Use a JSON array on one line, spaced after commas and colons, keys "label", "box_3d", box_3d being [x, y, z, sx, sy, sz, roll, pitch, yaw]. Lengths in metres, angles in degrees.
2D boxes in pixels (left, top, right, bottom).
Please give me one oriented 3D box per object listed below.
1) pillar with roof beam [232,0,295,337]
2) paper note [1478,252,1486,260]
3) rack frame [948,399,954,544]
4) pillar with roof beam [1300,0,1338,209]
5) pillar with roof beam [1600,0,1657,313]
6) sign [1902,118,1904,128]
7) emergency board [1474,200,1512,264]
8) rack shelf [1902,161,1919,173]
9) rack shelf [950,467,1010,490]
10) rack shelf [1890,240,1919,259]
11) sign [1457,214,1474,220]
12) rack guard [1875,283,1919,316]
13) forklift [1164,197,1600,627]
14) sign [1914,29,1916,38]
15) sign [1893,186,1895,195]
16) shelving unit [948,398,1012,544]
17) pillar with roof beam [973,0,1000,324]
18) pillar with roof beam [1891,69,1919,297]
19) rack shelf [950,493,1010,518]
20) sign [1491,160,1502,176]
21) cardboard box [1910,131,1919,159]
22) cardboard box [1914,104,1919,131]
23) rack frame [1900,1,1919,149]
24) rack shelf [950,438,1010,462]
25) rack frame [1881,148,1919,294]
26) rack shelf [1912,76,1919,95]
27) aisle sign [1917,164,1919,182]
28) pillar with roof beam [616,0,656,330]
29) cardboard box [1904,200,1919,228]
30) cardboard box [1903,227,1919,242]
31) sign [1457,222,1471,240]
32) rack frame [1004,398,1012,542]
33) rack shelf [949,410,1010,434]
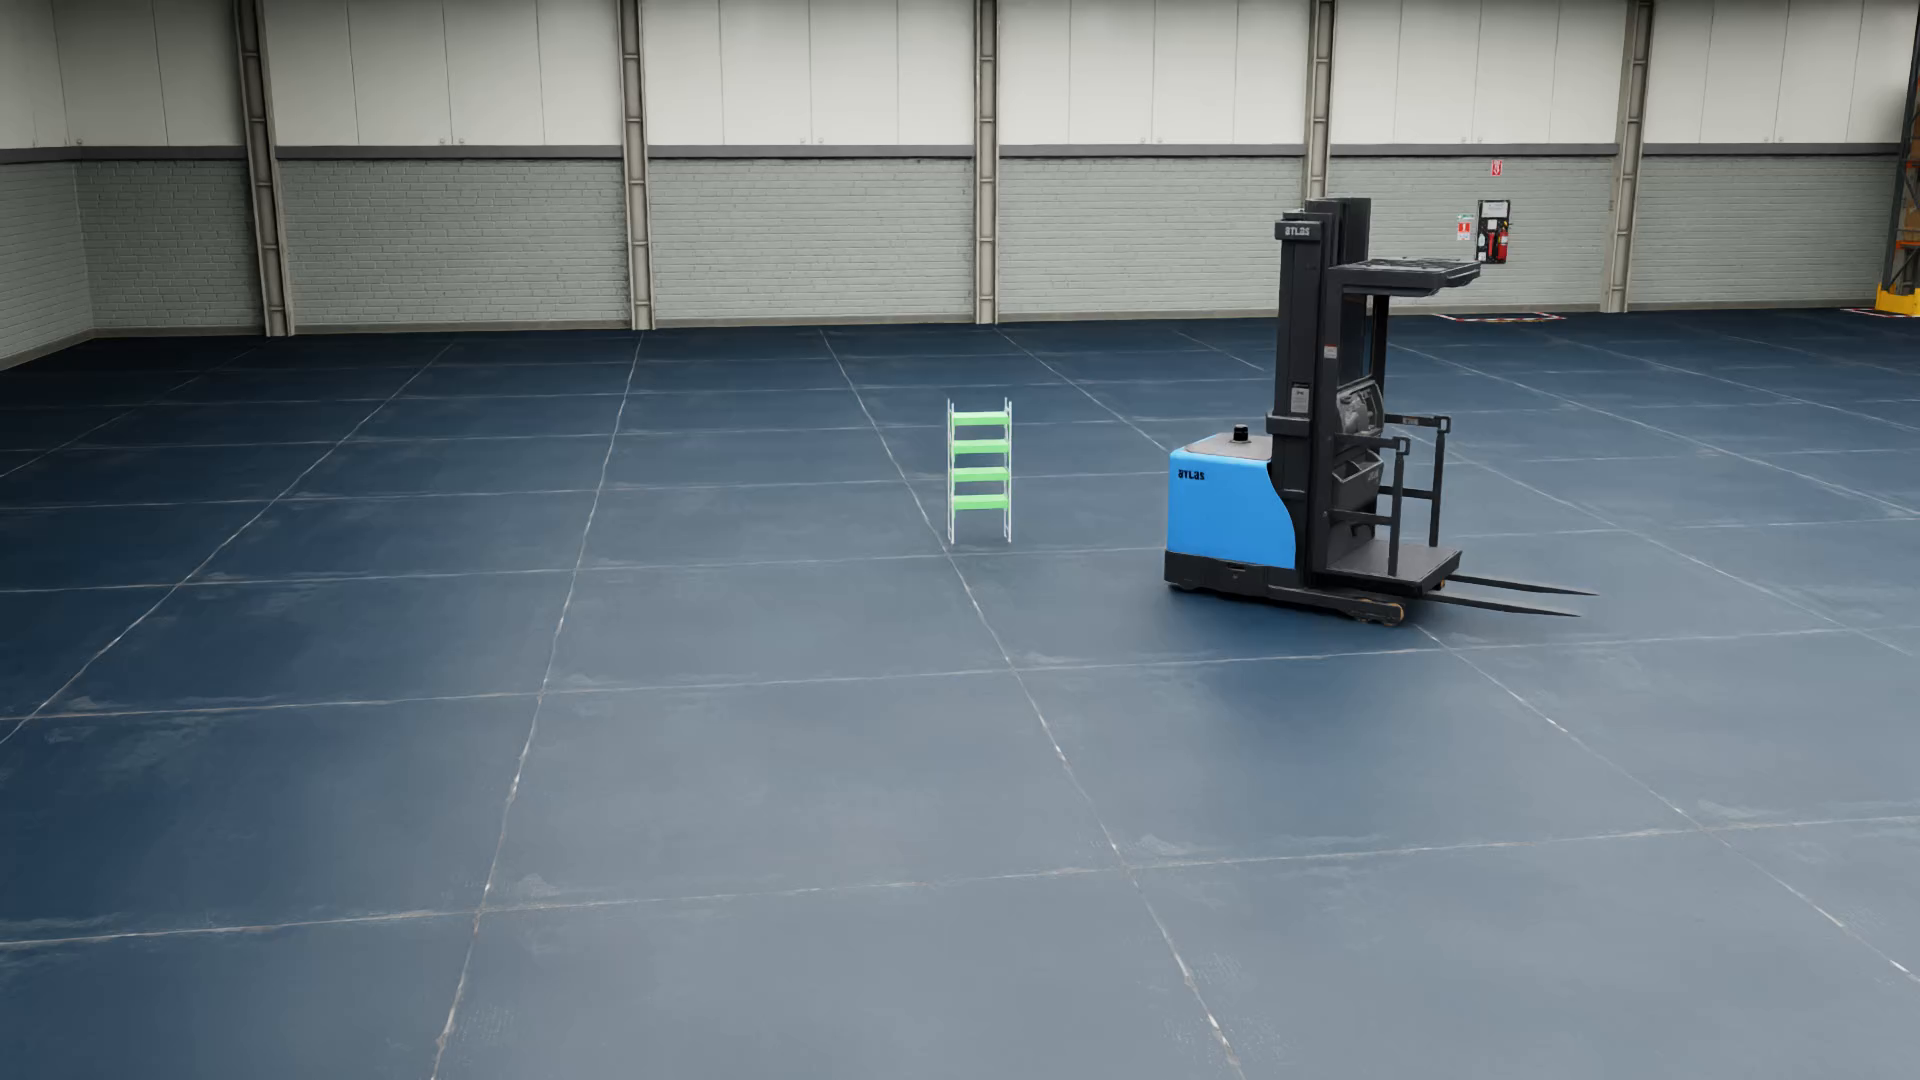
[{"label": "pillar with roof beam", "box_3d": [-10.766, -6.768, 22.708, 0.400, 9.000, 9.100, -2, 14, -8]}, {"label": "paper note", "box_3d": [9.691, -5.266, 30.862, 0.142, 0.148, 0.016, -2, 14, -8]}, {"label": "rack frame", "box_3d": [-0.078, -0.579, 14.065, 0.015, 1.200, 0.240, -2, 14, -8]}, {"label": "pillar with roof beam", "box_3d": [7.034, -7.420, 25.309, 0.400, 9.000, 9.100, -2, 14, -8]}, {"label": "pillar with roof beam", "box_3d": [12.967, -7.637, 26.176, 0.400, 9.000, 9.100, -2, 14, -8]}, {"label": "sign", "box_3d": [17.632, -7.766, 31.034, 0.005, 0.325, 0.100, -2, 14, -8]}, {"label": "emergency board", "box_3d": [9.876, -5.683, 30.714, 0.643, 1.169, 0.194, -2, 14, -8]}, {"label": "rack shelf", "box_3d": [19.673, -6.925, 30.983, 4.000, 0.370, 1.077, -2, 14, -8]}, {"label": "rack shelf", "box_3d": [0.164, -0.526, 14.115, 0.480, 0.148, 0.258, -2, 14, -8]}, {"label": "rack shelf", "box_3d": [19.673, -5.471, 31.348, 4.000, 0.370, 1.077, -2, 14, -8]}, {"label": "sign", "box_3d": [9.320, -5.960, 30.657, 0.331, 0.109, 0.001, -2, 14, -8]}, {"label": "rack guard", "box_3d": [17.770, -4.537, 31.286, 0.348, 0.500, 1.175, -2, 14, -8]}, {"label": "forklift", "box_3d": [3.085, -0.956, 12.008, 3.031, 2.935, 1.130, 9, 16, 31]}, {"label": "sign", "box_3d": [17.632, -9.321, 30.644, 0.005, 0.325, 0.100, -2, 14, -8]}, {"label": "sign", "box_3d": [17.632, -6.596, 31.327, 0.005, 0.325, 0.100, -2, 14, -8]}, {"label": "shelving unit", "box_3d": [0.164, -0.588, 14.100, 0.503, 1.200, 0.258, -2, 14, -8]}, {"label": "pillar with roof beam", "box_3d": [1.101, -7.202, 24.442, 0.400, 9.000, 9.100, -2, 14, -8]}, {"label": "pillar with roof beam", "box_3d": [18.900, -7.855, 27.043, 0.400, 9.000, 9.100, -2, 14, -8]}, {"label": "rack shelf", "box_3d": [0.164, -0.293, 14.174, 0.480, 0.148, 0.258, -2, 14, -8]}, {"label": "sign", "box_3d": [9.853, -6.831, 30.527, 0.199, 0.298, 0.001, -2, 14, -8]}, {"label": "cardboard box", "box_3d": [18.070, -7.336, 30.895, 0.500, 0.500, 0.500, -1, 14, -4]}, {"label": "cardboard box", "box_3d": [18.082, -7.824, 30.783, 0.500, 0.500, 0.500, -1, 14, -6]}, {"label": "rack frame", "box_3d": [17.695, -8.657, 30.241, 0.127, 3.000, 1.000, -2, 14, -8]}, {"label": "rack shelf", "box_3d": [0.164, -0.759, 14.057, 0.480, 0.148, 0.258, -2, 14, -8]}, {"label": "rack frame", "box_3d": [17.695, -5.747, 30.971, 0.127, 3.000, 1.000, -2, 14, -8]}, {"label": "rack shelf", "box_3d": [19.673, -8.379, 30.618, 4.000, 0.370, 1.077, -2, 14, -8]}, {"label": "aisle sign", "box_3d": [17.669, -6.933, 30.357, 0.004, 0.787, 0.394, -2, 14, -8]}, {"label": "pillar with roof beam", "box_3d": [-4.833, -6.985, 23.575, 0.400, 9.000, 9.100, -2, 14, -8]}, {"label": "cardboard box", "box_3d": [18.129, -6.116, 31.168, 0.500, 0.500, 0.500, -2, 14, -9]}, {"label": "cardboard box", "box_3d": [18.128, -5.748, 31.240, 0.500, 0.250, 0.500, -2, 14, -7]}, {"label": "sign", "box_3d": [9.314, -5.705, 30.729, 0.234, 0.329, 0.001, -2, 14, -8]}, {"label": "rack frame", "box_3d": [0.405, -0.597, 14.135, 0.015, 1.200, 0.240, -2, 14, -8]}, {"label": "rack shelf", "box_3d": [0.164, -0.992, 13.999, 0.480, 0.148, 0.258, -2, 14, -8]}]
